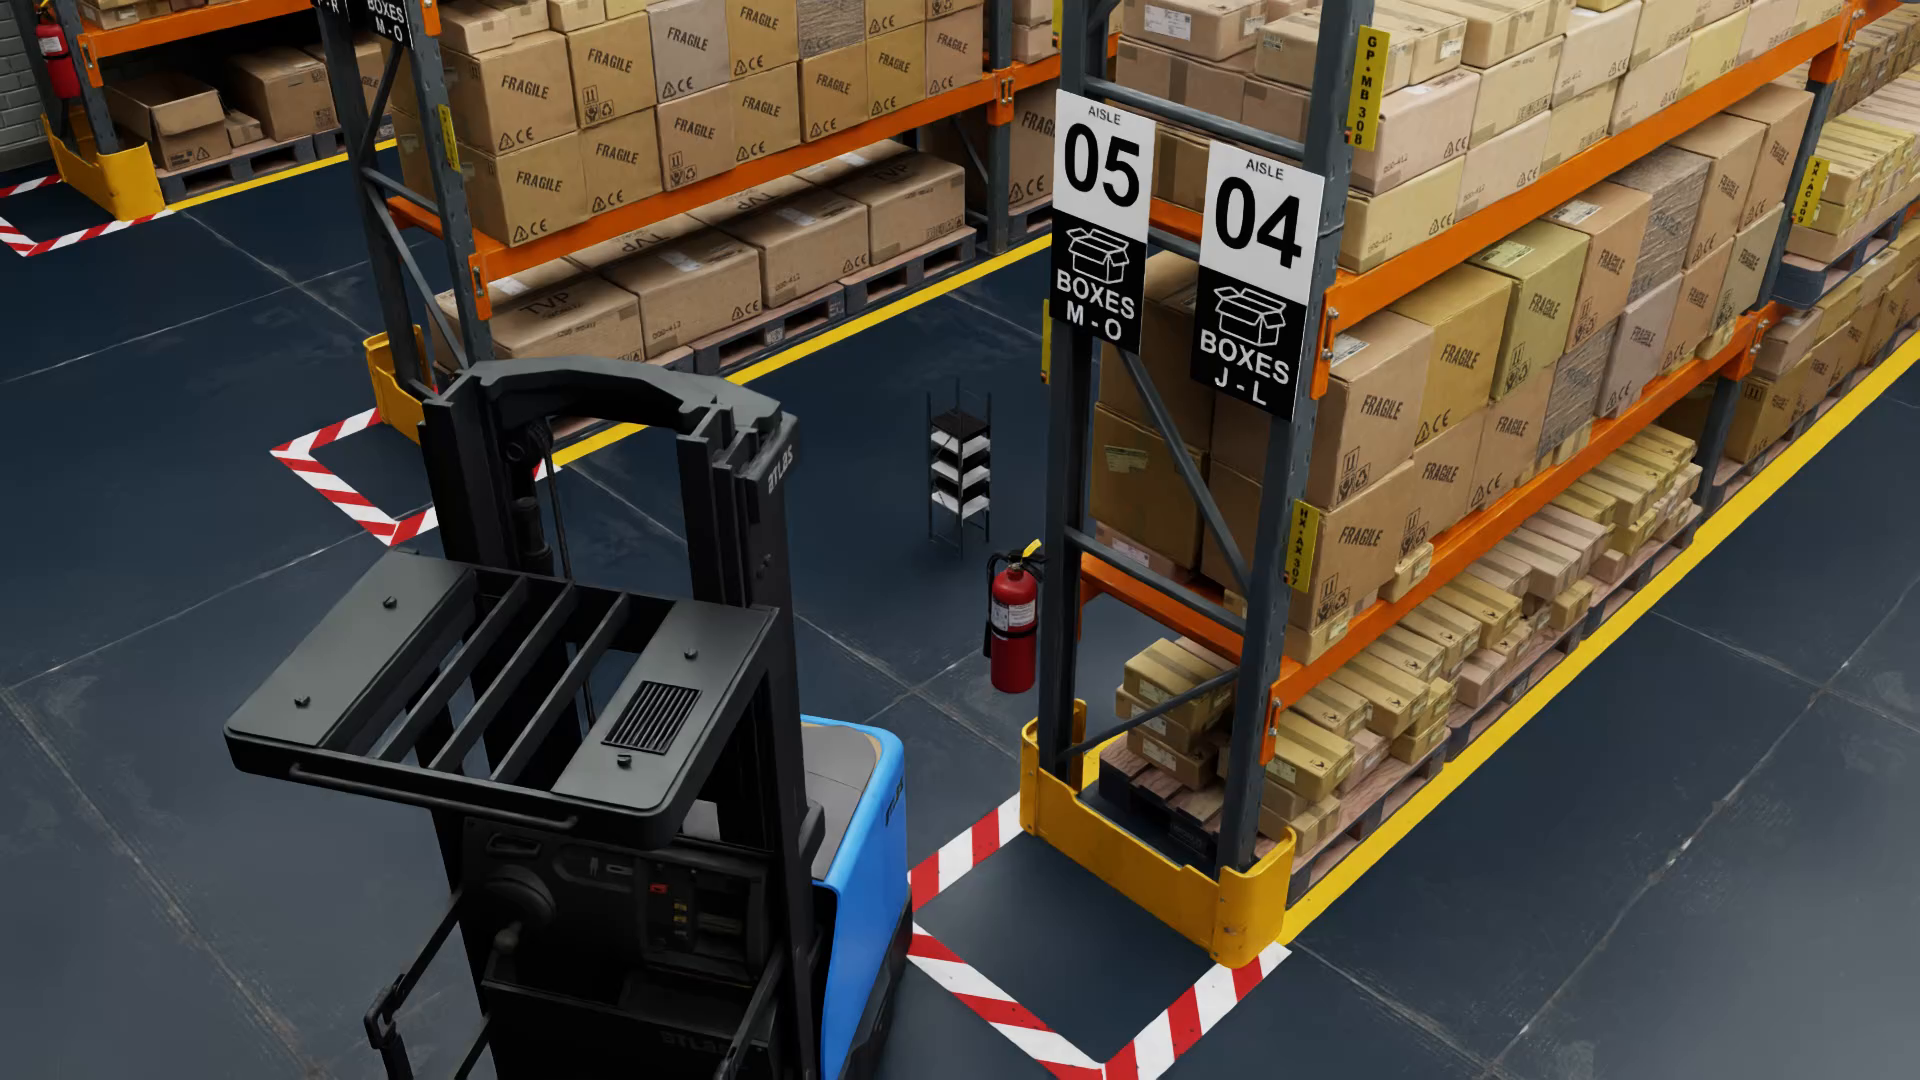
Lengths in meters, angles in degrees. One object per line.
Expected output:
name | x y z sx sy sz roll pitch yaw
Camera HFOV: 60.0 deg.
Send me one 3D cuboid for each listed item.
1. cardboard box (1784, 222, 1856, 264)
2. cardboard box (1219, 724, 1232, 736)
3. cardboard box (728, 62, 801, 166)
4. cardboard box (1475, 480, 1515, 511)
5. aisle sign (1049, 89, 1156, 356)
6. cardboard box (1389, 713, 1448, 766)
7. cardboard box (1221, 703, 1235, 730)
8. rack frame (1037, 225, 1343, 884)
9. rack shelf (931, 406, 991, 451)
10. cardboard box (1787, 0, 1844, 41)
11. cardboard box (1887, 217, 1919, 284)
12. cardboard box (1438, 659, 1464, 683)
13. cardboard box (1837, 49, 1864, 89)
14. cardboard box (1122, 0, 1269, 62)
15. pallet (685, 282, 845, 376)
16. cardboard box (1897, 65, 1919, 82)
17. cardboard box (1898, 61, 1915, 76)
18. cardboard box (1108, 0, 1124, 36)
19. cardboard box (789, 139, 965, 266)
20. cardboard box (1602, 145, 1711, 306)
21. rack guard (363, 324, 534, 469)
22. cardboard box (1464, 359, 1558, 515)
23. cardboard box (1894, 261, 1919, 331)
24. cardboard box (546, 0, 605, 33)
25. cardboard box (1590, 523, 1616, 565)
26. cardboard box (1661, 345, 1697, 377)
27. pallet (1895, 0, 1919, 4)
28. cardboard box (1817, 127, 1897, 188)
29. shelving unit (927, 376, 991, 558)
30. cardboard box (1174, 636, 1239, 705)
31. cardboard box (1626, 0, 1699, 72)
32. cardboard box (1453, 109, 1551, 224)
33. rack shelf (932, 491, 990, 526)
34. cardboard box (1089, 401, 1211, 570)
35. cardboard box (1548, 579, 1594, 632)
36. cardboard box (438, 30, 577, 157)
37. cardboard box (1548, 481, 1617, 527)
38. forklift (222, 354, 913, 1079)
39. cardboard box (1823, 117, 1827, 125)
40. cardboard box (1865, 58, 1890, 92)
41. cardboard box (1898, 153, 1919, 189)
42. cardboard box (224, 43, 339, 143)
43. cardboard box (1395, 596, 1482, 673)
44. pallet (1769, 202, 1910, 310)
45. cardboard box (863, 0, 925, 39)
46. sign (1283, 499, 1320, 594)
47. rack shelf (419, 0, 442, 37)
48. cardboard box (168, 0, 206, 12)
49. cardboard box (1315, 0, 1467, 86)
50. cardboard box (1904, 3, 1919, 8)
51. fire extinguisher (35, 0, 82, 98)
cardboard box | 4.128 -1.510 8.136 0.380 0.149 0.250 27 43 33
cardboard box | 1.038 0.712 7.223 0.250 0.149 0.380 -28 44 -34
cardboard box | -1.287 -2.543 9.677 0.500 0.500 0.500 -28 44 -34
cardboard box | 2.032 -0.296 6.763 0.380 0.149 0.250 29 44 34
aisle sign | 0.441 -1.000 5.280 0.394 0.787 0.004 30 45 35
cardboard box | 1.856 0.768 7.142 0.250 0.149 0.380 -29 44 -35
cardboard box | 1.097 0.619 7.096 0.380 0.149 0.250 28 44 34
rack frame | 0.706 0.157 5.893 1.000 3.000 0.127 30 45 35
rack shelf | -0.006 -0.560 8.343 0.258 0.077 0.200 30 45 35
cardboard box | 3.370 -2.327 6.964 0.500 0.250 0.500 -29 44 -35
cardboard box | 5.329 -1.752 9.793 0.500 0.250 0.500 -29 44 -35
cardboard box | 1.977 0.493 7.276 0.380 0.149 0.250 27 43 33
cardboard box | 4.776 -2.660 9.265 0.380 0.149 0.250 29 44 35
cardboard box | 0.731 -1.633 5.184 0.380 0.149 0.250 29 44 35
pallet | -1.511 -1.502 10.710 1.003 0.211 1.213 30 45 35
cardboard box | 5.226 -2.390 8.878 0.250 0.149 0.380 -28 44 -34
cardboard box | 5.505 -2.840 10.044 0.250 0.149 0.380 -27 43 -33
cardboard box | 0.801 -3.642 11.471 0.500 0.250 0.500 28 44 34
cardboard box | -0.578 -2.330 11.332 0.875 0.438 0.875 29 44 35
cardboard box | 2.654 -1.326 6.798 0.500 0.500 0.500 -29 44 -35
rack guard | -2.895 -0.762 9.396 1.175 0.500 0.348 30 45 35
cardboard box | 1.931 -0.498 6.485 0.500 0.500 0.500 -29 44 -35
cardboard box | 5.696 -1.655 10.310 0.500 0.500 0.500 -28 44 -34
cardboard box | -2.033 -2.741 8.520 0.250 0.149 0.380 -28 44 -34
cardboard box | 2.923 -0.042 8.044 0.250 0.149 0.380 -29 44 -35
cardboard box | 3.154 -0.920 7.657 0.250 0.149 0.380 -28 44 -34
pallet | 4.035 -2.827 7.715 1.213 0.211 1.003 30 45 35
cardboard box | 4.320 -1.870 8.132 0.250 0.149 0.380 -29 44 -34
shelving unit | -0.006 -0.366 8.479 0.258 0.900 0.210 30 45 35
cardboard box | 1.117 0.515 6.986 0.250 0.149 0.380 -29 44 -35
cardboard box | 2.286 -1.908 5.927 0.500 0.250 0.500 28 43 34
cardboard box | 1.578 -1.303 5.495 0.500 0.250 0.500 -28 44 -34
rack shelf | -0.006 -0.191 8.601 0.258 0.077 0.200 30 45 35
cardboard box | 0.840 -0.292 6.189 0.500 0.500 0.500 -29 44 -35
cardboard box | 2.760 0.247 7.889 0.380 0.149 0.250 29 44 35
cardboard box | -2.338 -2.328 8.495 0.500 0.500 0.500 28 44 34
cardboard box | 2.898 -0.166 7.962 0.250 0.149 0.380 -28 44 -34
forklift | -1.048 1.102 4.598 1.130 2.935 3.031 8 36 12
cardboard box | 4.579 -2.307 9.279 0.250 0.149 0.380 -28 43 -34
cardboard box | 5.130 -2.742 9.643 0.380 0.149 0.250 30 45 35
cardboard box | 4.673 -1.949 8.505 0.380 0.149 0.250 28 43 34
cardboard box | -5.275 -3.484 12.932 0.500 0.500 0.700 -28 44 -34
cardboard box | 2.011 0.381 7.177 0.250 0.149 0.380 -28 44 -34
pallet | 4.166 -1.639 8.637 1.003 0.211 1.213 30 45 35
cardboard box | -0.560 -3.366 9.983 0.500 0.500 0.500 29 44 35
sign | 1.091 0.021 5.332 0.100 0.325 0.005 30 45 35
rack shelf | -1.469 -3.544 9.207 1.077 0.370 4.000 30 45 35
cardboard box | -5.670 -3.958 12.013 0.380 0.149 0.250 29 44 35
cardboard box | 1.288 -1.516 5.016 0.250 0.149 0.380 -28 44 -34
cardboard box | 5.692 -3.184 10.016 0.380 0.149 0.250 28 44 34
fire extinguisher | -6.179 -3.365 11.337 0.296 0.674 0.183 30 45 35
